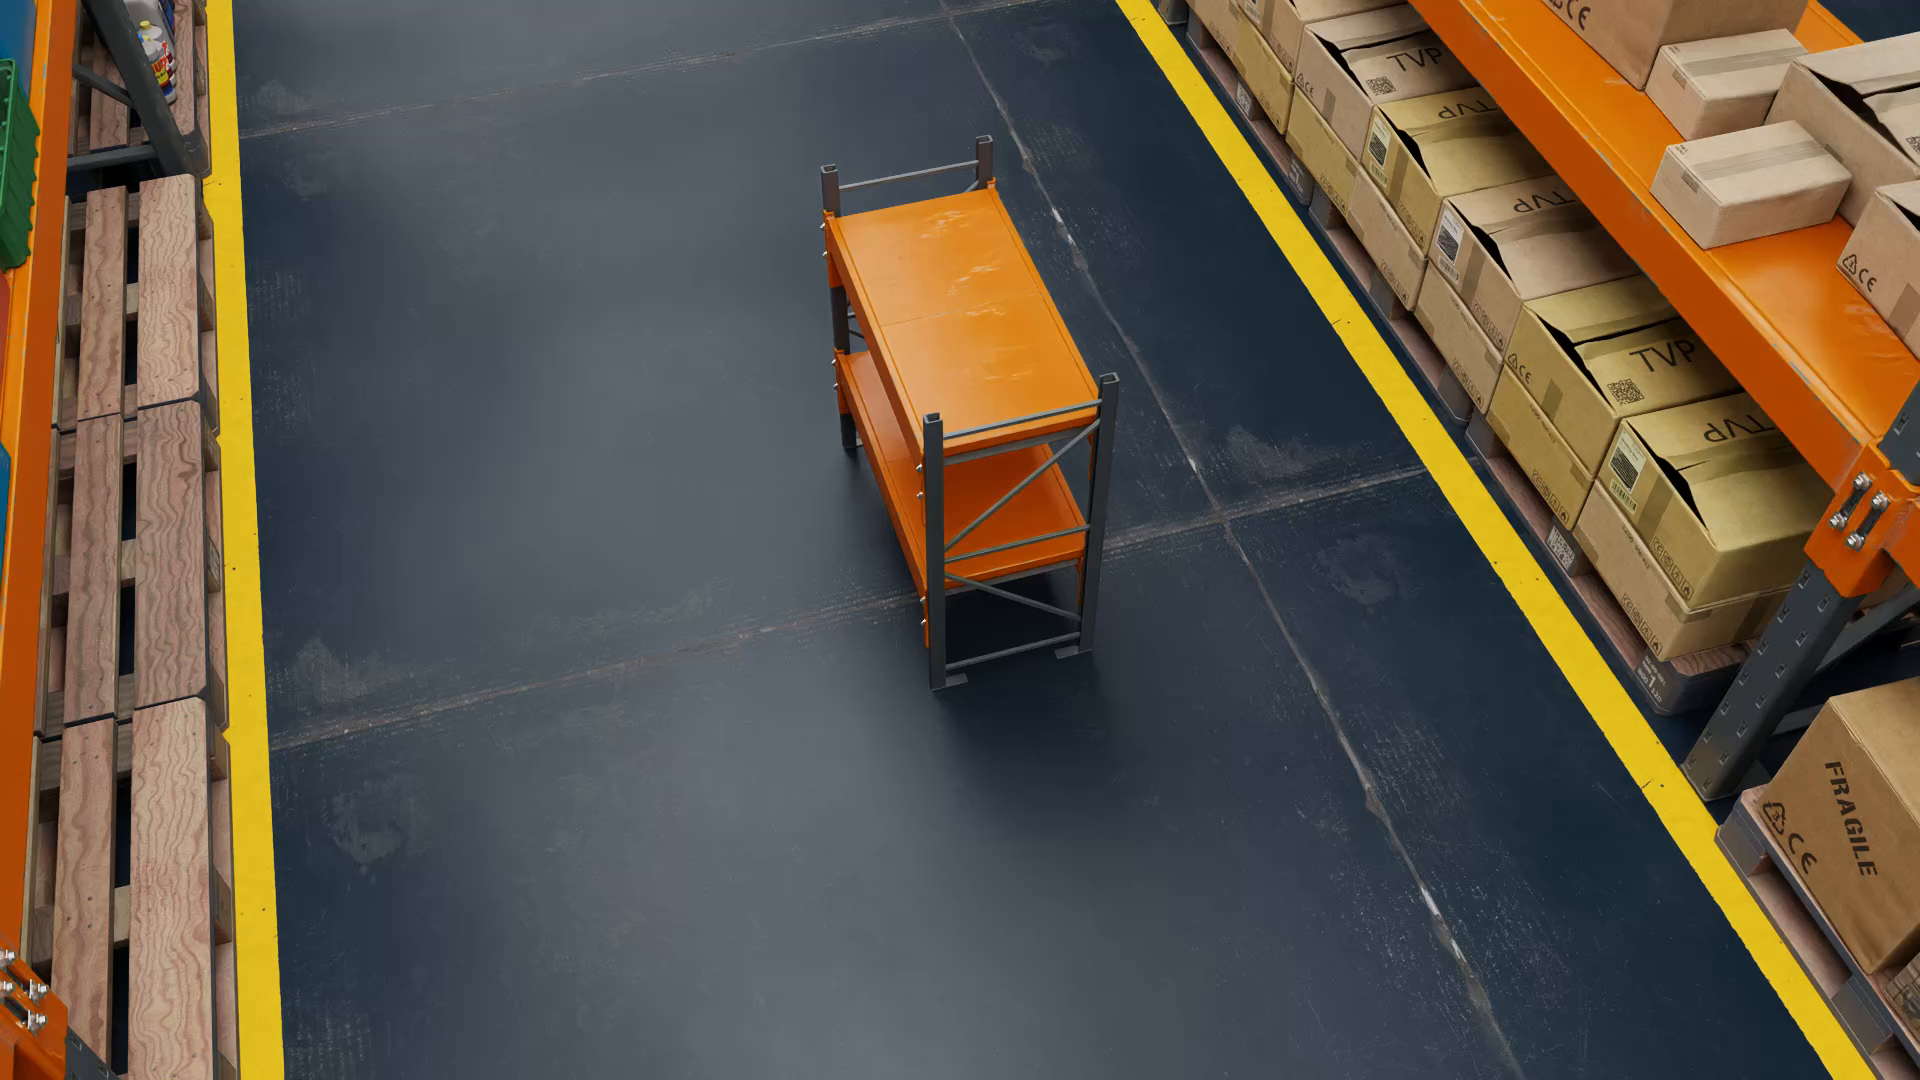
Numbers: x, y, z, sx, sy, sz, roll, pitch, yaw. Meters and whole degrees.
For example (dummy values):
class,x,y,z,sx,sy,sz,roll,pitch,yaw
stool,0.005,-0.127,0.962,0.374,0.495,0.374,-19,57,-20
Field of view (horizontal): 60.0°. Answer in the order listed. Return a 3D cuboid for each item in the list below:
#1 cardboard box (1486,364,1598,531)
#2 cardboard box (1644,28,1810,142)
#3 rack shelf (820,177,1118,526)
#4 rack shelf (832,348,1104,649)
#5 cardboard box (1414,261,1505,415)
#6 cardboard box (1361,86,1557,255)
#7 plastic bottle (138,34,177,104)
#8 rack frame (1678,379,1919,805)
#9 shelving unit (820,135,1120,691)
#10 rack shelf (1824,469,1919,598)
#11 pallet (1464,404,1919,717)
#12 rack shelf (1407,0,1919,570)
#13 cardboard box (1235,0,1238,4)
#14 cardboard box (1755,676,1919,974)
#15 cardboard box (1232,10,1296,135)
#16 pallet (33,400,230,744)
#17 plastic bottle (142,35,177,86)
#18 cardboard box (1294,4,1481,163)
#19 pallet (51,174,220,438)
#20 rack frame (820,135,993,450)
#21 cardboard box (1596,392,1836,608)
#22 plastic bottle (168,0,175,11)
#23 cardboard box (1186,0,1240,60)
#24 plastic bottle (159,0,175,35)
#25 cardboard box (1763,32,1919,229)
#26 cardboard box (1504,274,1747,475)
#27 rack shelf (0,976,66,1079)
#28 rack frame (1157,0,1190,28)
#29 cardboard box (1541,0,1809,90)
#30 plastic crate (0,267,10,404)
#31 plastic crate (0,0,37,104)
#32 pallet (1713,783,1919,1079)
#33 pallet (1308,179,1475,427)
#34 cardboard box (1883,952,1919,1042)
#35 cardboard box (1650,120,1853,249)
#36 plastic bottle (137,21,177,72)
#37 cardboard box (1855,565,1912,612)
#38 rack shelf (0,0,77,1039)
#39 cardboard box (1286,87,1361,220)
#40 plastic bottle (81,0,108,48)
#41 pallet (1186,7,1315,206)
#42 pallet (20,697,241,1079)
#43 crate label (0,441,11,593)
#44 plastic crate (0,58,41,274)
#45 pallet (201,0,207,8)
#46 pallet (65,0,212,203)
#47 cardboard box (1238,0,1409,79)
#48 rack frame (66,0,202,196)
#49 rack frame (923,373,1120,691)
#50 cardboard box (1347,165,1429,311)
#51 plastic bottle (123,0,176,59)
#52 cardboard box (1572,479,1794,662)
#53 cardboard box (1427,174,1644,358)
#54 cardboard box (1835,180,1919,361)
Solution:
class,x,y,z,sx,sy,sz,roll,pitch,yaw
cardboard box,1.985,-0.343,5.101,0.500,0.250,0.500,-14,51,-11
cardboard box,2.098,-1.227,4.487,0.380,0.149,0.250,-10,51,-8
rack shelf,0.002,-0.546,4.592,0.538,0.278,1.000,-13,51,-11
rack shelf,0.002,-0.200,5.003,0.538,0.278,1.000,-13,51,-11
cardboard box,1.839,-0.711,5.411,0.500,0.250,0.500,-12,51,-10
cardboard box,1.687,-1.260,5.507,0.500,0.311,0.500,-12,51,-10
plastic bottle,-3.062,-1.788,6.292,0.097,0.271,0.097,0,50,0
rack frame,2.529,-0.389,3.616,1.000,3.000,0.127,-13,51,-11
shelving unit,0.002,-0.358,4.816,0.538,1.125,1.048,-13,51,-11
rack shelf,3.121,1.303,2.660,1.077,0.370,4.000,-13,51,-11
pallet,2.323,-0.100,5.197,1.003,0.211,1.213,-13,51,-11
rack shelf,1.938,-1.618,5.123,1.077,0.370,4.000,-13,51,-11
cardboard box,1.231,-2.382,6.453,0.500,0.311,0.500,-13,51,-11
cardboard box,2.391,0.672,4.069,0.500,0.500,0.500,-11,51,-9
cardboard box,1.379,-1.835,6.359,0.500,0.250,0.500,-12,51,-10
pallet,-2.753,0.163,4.975,1.003,0.211,1.213,-13,51,-11
plastic bottle,-3.092,-1.839,6.381,0.097,0.201,0.097,0,50,0
cardboard box,1.528,-1.638,5.826,0.500,0.311,0.500,-15,51,-12
pallet,-3.117,-0.730,5.727,1.003,0.211,1.213,-13,51,-11
rack frame,-0.148,-0.729,5.129,0.500,1.125,0.032,-13,51,-11
cardboard box,2.139,-0.146,4.568,0.500,0.311,0.500,-12,51,-10
plastic bottle,-3.285,-2.303,6.674,0.144,0.351,0.185,-15,52,-13
cardboard box,1.229,-2.209,6.674,0.500,0.250,0.500,-14,51,-12
plastic bottle,-3.229,-2.165,6.558,0.144,0.351,0.185,-12,51,-10
cardboard box,2.450,-1.057,4.238,0.500,0.311,0.500,-14,51,-11
cardboard box,1.979,-0.524,4.887,0.500,0.311,0.500,-14,51,-12
rack shelf,-1.612,2.421,1.718,1.077,0.370,4.000,-13,51,-11
rack frame,1.347,-3.311,6.079,1.000,3.000,0.127,-13,51,-11
cardboard box,2.018,-1.643,4.608,0.500,0.500,0.500,-16,52,-13
plastic crate,-2.389,-0.542,3.703,0.402,0.464,0.583,-13,51,-11
plastic crate,-2.763,-1.453,4.523,0.392,0.384,0.575,-13,51,-11
pallet,2.714,1.064,4.215,1.003,0.211,1.213,-13,51,-11
pallet,1.966,-0.990,5.946,1.003,0.211,1.213,-13,51,-11
cardboard box,2.551,1.053,3.748,0.500,0.500,0.500,-15,51,-12
cardboard box,1.999,-0.903,4.213,0.380,0.149,0.250,-13,51,-11
plastic bottle,-3.122,-1.914,6.444,0.097,0.201,0.097,0,50,0
cardboard box,2.655,-0.087,4.885,0.500,0.250,0.500,-13,51,-11
rack shelf,-2.795,-0.501,4.181,1.077,0.370,4.000,-13,51,-11
cardboard box,1.535,-1.458,6.041,0.500,0.250,0.500,-15,51,-12
plastic bottle,-3.366,-2.132,6.530,0.144,0.351,0.185,-13,51,-11
pallet,1.602,-1.883,6.699,1.003,0.211,1.213,-13,51,-11
pallet,-2.396,1.052,4.225,1.003,0.211,1.213,-13,51,-11
crate label,-2.239,-0.070,3.324,0.502,0.435,0.616,-13,51,-11
plastic crate,-2.602,-0.917,4.200,0.450,0.188,0.662,-13,51,-11
pallet,-3.910,-2.687,7.377,1.003,0.211,1.213,-13,51,-11
pallet,-3.545,-1.795,6.625,1.003,0.211,1.213,-13,51,-11
cardboard box,1.374,-2.015,6.144,0.500,0.311,0.500,-14,51,-11
rack frame,-3.386,-2.193,5.137,1.000,3.000,0.127,-13,51,-11
rack frame,0.152,0.014,4.503,0.500,1.125,0.032,-13,51,-11
cardboard box,1.684,-1.086,5.727,0.500,0.250,0.500,-12,51,-10
plastic bottle,-3.184,-2.019,6.484,0.152,0.276,0.135,-12,51,-10
cardboard box,2.141,0.033,4.784,0.500,0.250,0.500,-12,51,-10
cardboard box,1.833,-0.893,5.198,0.500,0.311,0.500,-14,51,-11
cardboard box,2.464,-0.636,3.882,0.500,0.311,0.500,-10,51,-9
